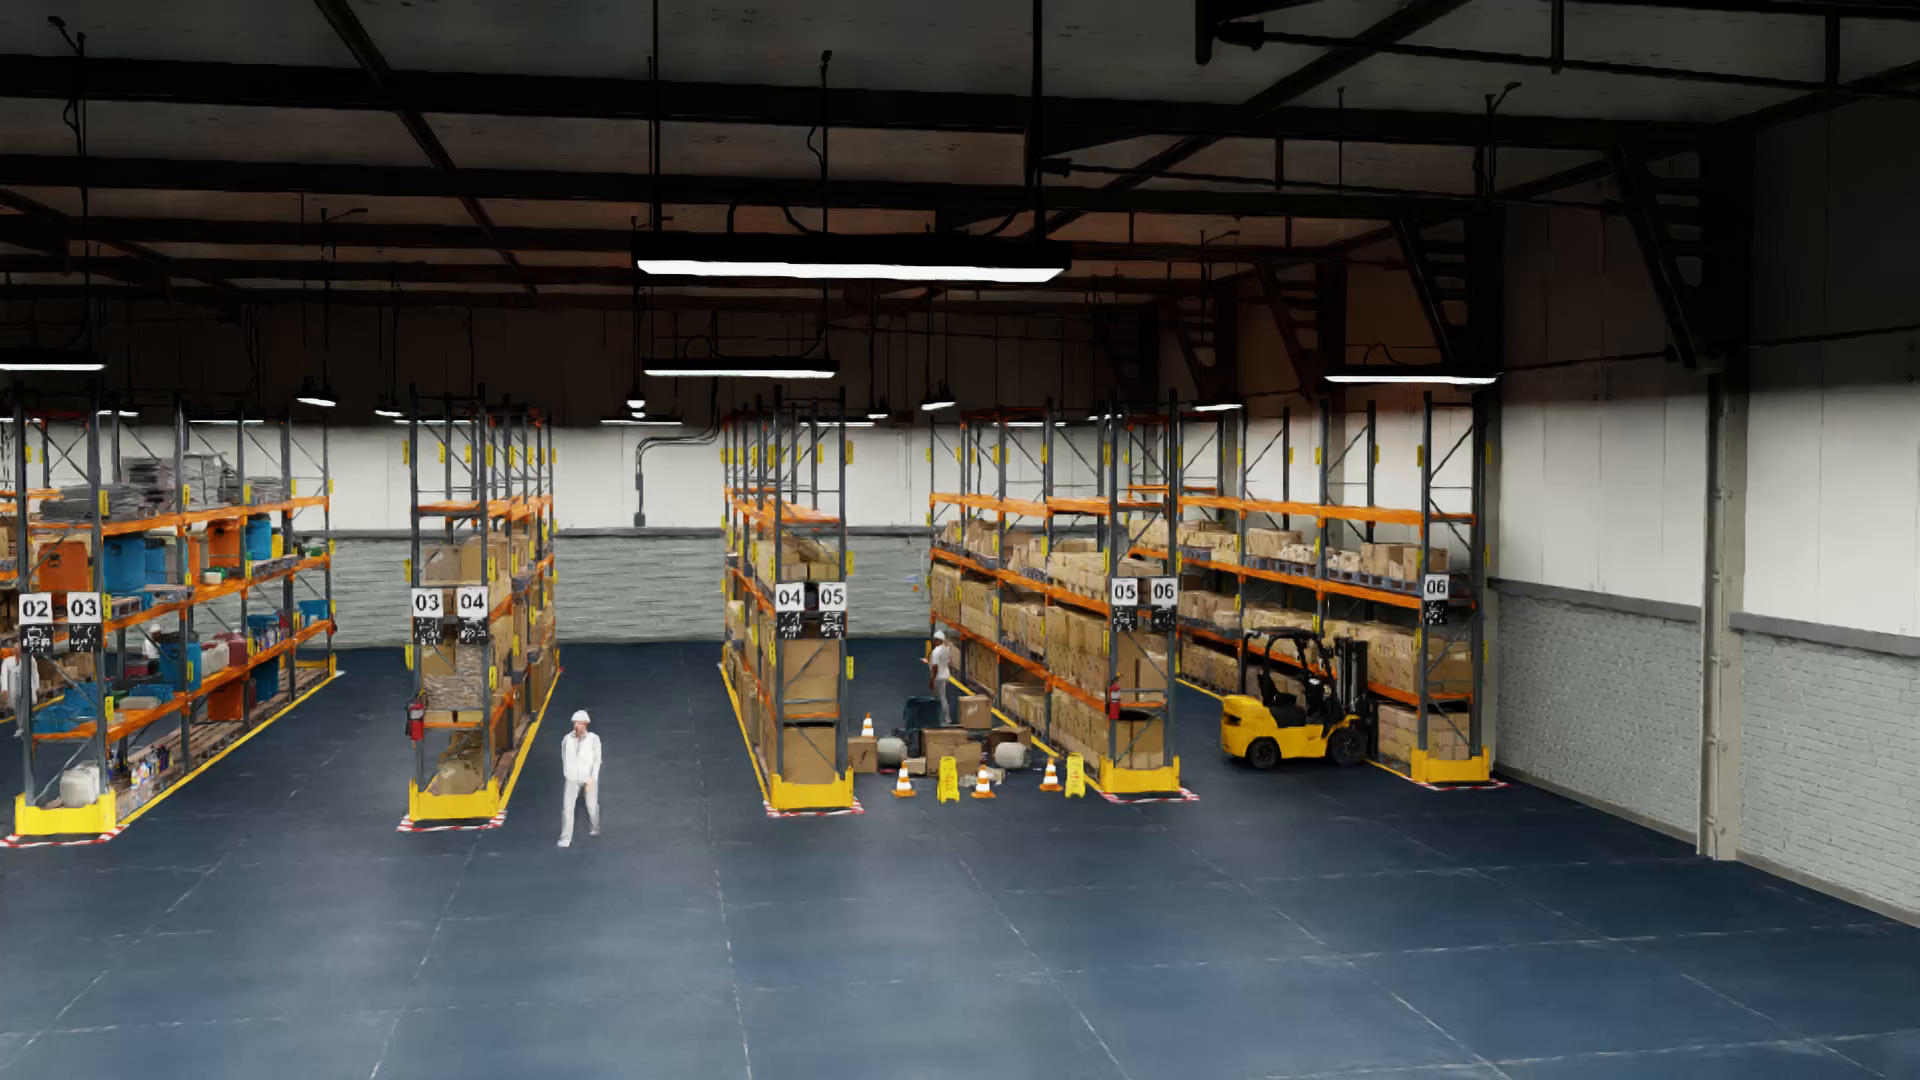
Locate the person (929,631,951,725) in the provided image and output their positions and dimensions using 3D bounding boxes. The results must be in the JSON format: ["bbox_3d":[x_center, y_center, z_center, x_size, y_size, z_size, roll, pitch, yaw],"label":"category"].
[{"bbox_3d":[-0.412,2.552,30.663,0.576,1.764,0.664,1,3,16],"label":"person"}]

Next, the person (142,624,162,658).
[{"bbox_3d":[-15.714,2.487,32.548,0.566,1.706,1.122,0,3,-8],"label":"person"}]

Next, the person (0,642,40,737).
[{"bbox_3d":[-16.523,2.684,29.212,0.580,1.627,1.103,-1,3,-19],"label":"person"}]

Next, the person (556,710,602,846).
[{"bbox_3d":[-4.884,3.047,21.452,0.531,1.714,1.033,0,3,-1],"label":"person"}]
